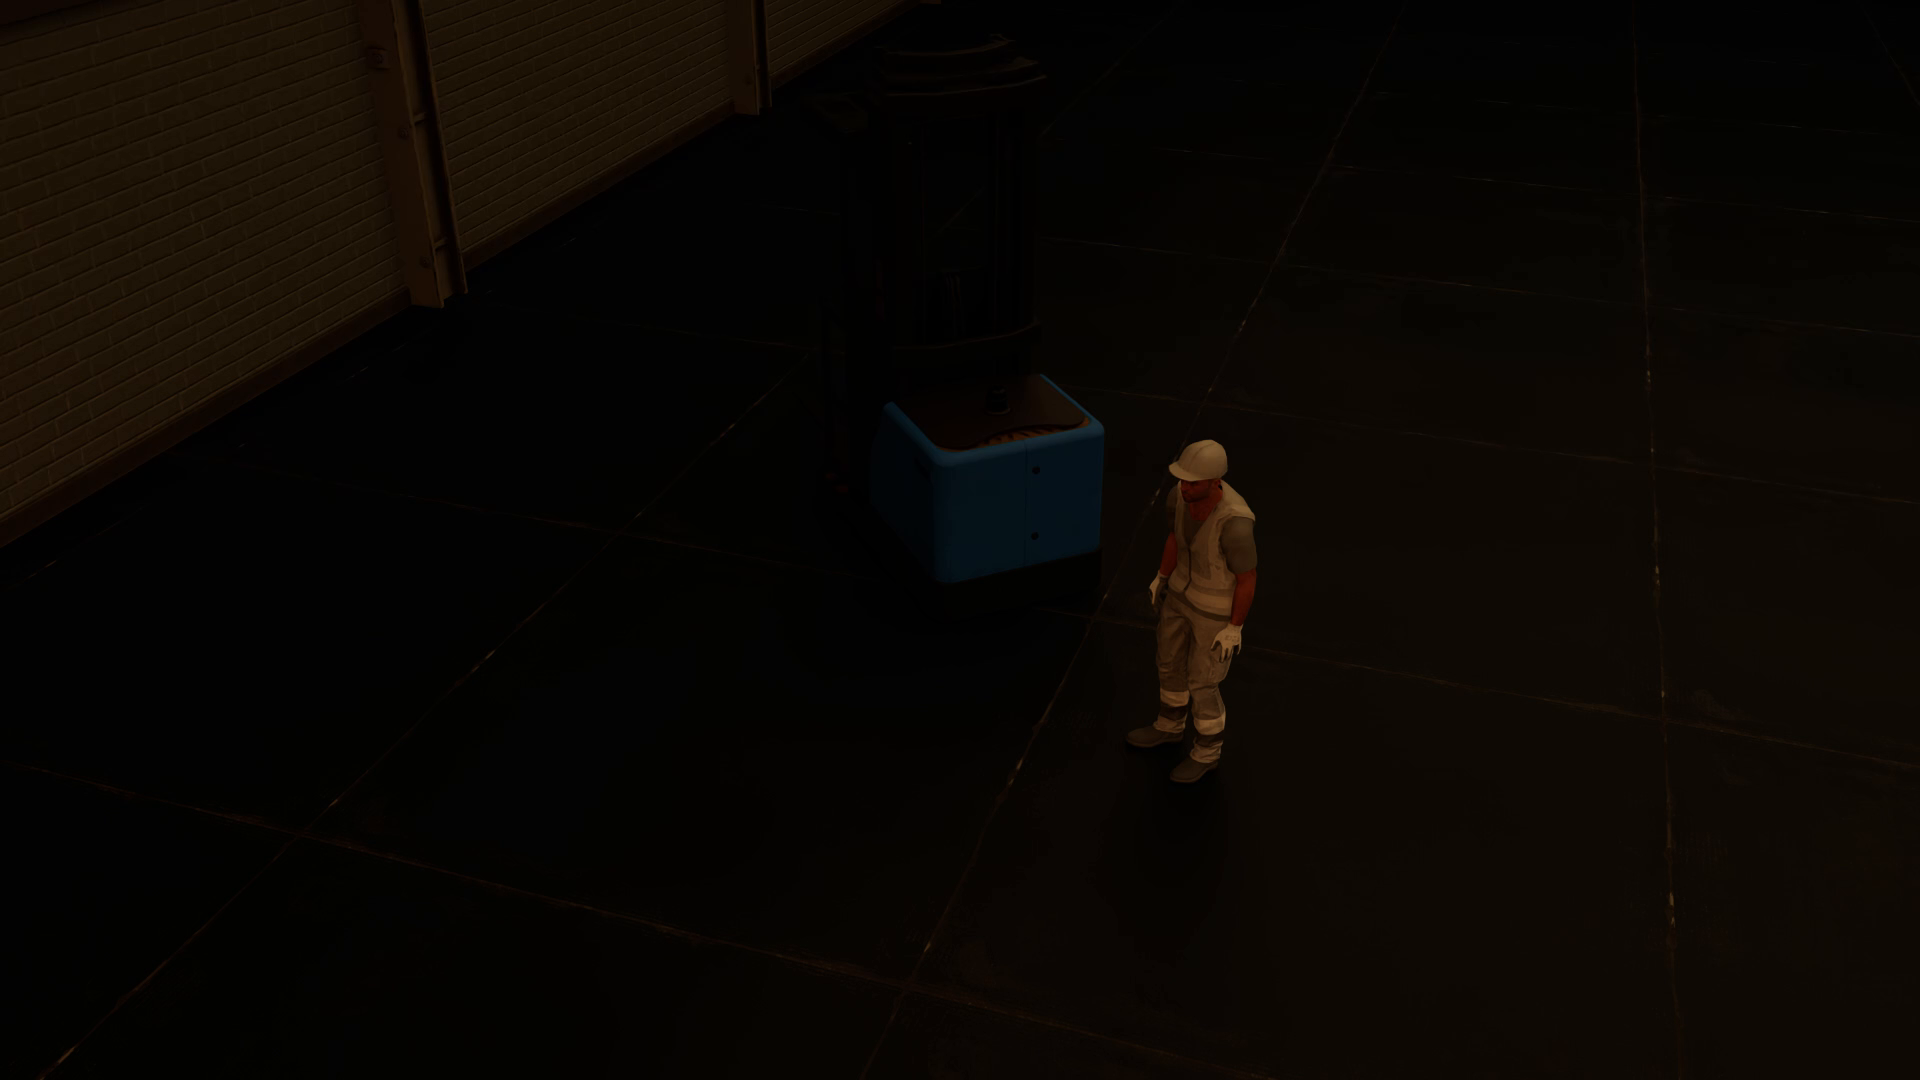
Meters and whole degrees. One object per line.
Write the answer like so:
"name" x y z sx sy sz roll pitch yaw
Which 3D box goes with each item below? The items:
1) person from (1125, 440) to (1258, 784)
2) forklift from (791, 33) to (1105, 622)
"person" 1.104 0.314 7.754 0.451 1.778 0.612 -17 34 -27
"forklift" -0.252 -1.533 9.825 1.130 2.935 3.031 -12 32 -21
